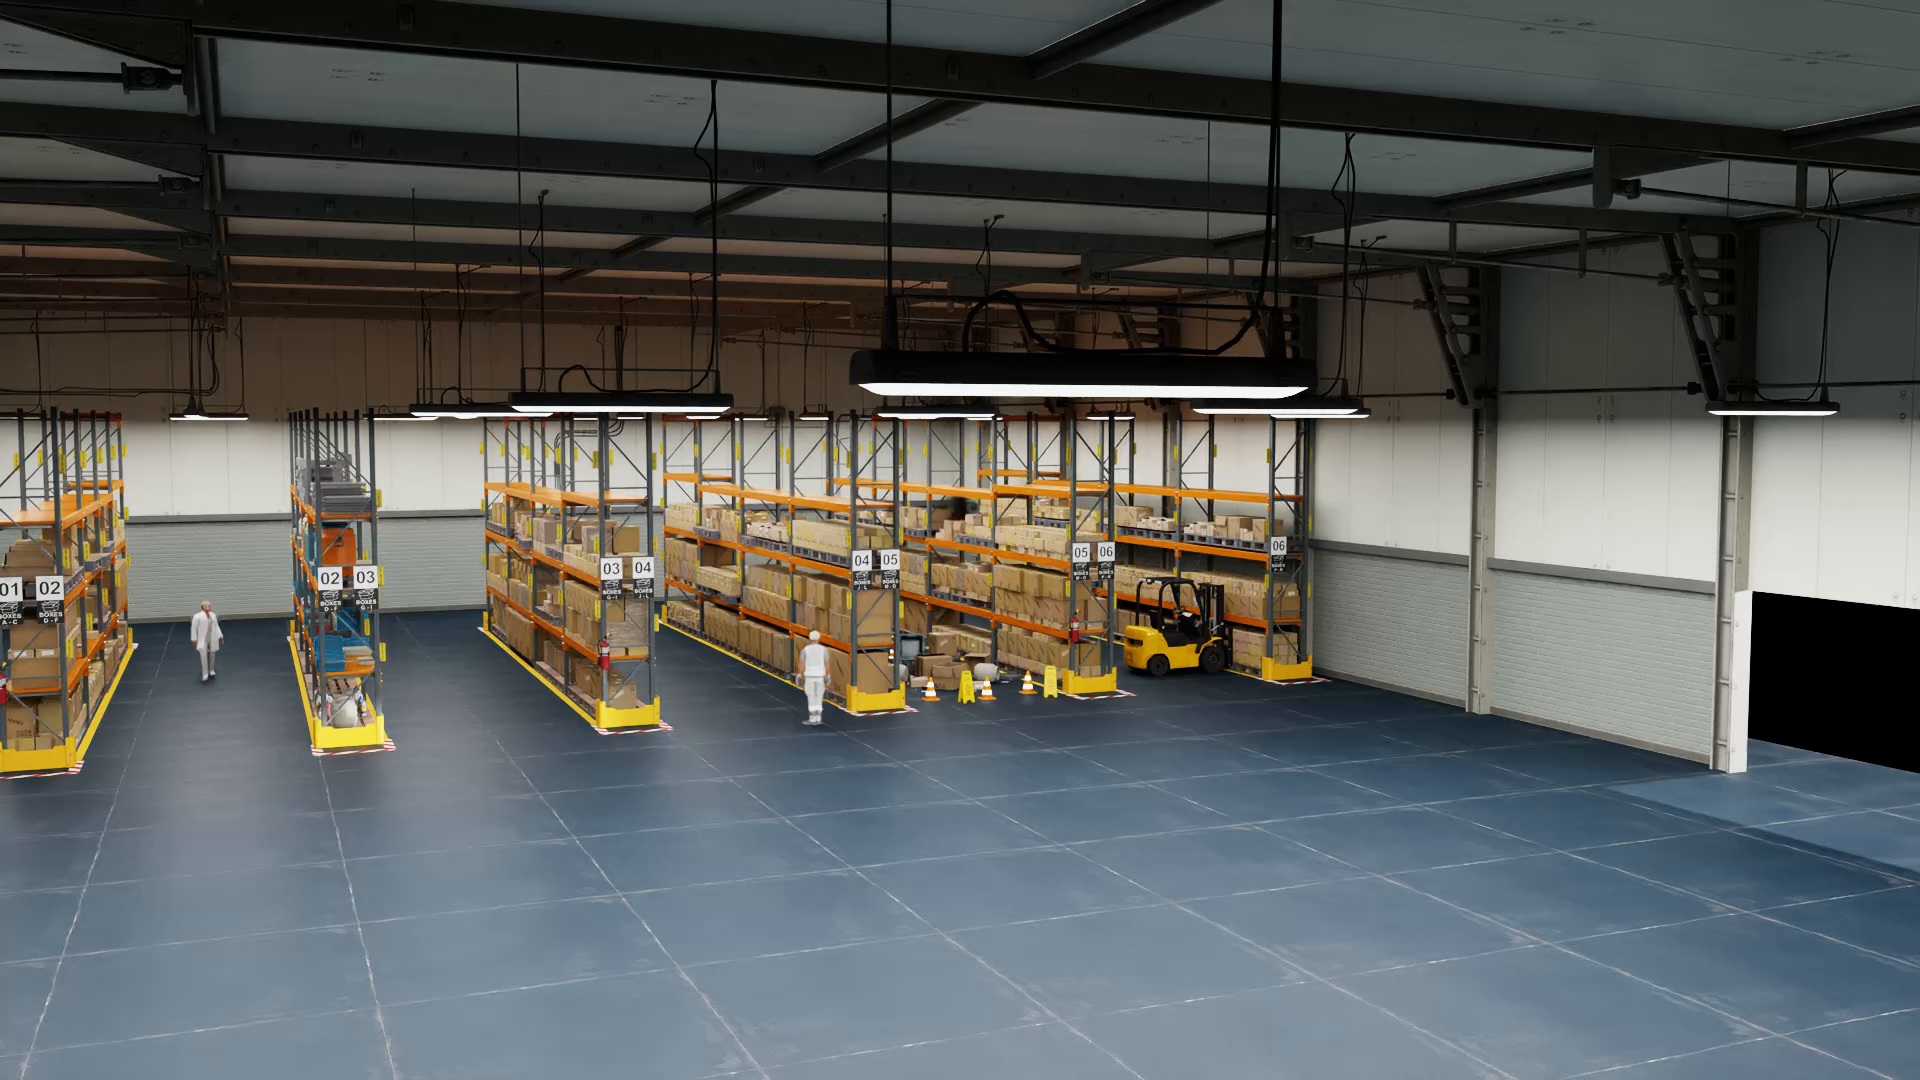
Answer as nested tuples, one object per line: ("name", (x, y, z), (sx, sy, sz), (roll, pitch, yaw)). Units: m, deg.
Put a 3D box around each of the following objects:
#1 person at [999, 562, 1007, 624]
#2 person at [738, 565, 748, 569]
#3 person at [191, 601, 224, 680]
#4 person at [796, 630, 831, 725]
("person", (1.208, 1.437, 45.141), (0.352, 1.660, 0.516), (-2, 4, -22))
("person", (-6.692, 1.345, 51.071), (0.672, 1.614, 0.373), (-4, 5, -43))
("person", (-16.831, 2.232, 37.192), (0.668, 1.723, 1.117), (-2, 4, -25))
("person", (-2.780, 2.623, 31.565), (0.660, 1.819, 0.388), (-1, 4, -14))
